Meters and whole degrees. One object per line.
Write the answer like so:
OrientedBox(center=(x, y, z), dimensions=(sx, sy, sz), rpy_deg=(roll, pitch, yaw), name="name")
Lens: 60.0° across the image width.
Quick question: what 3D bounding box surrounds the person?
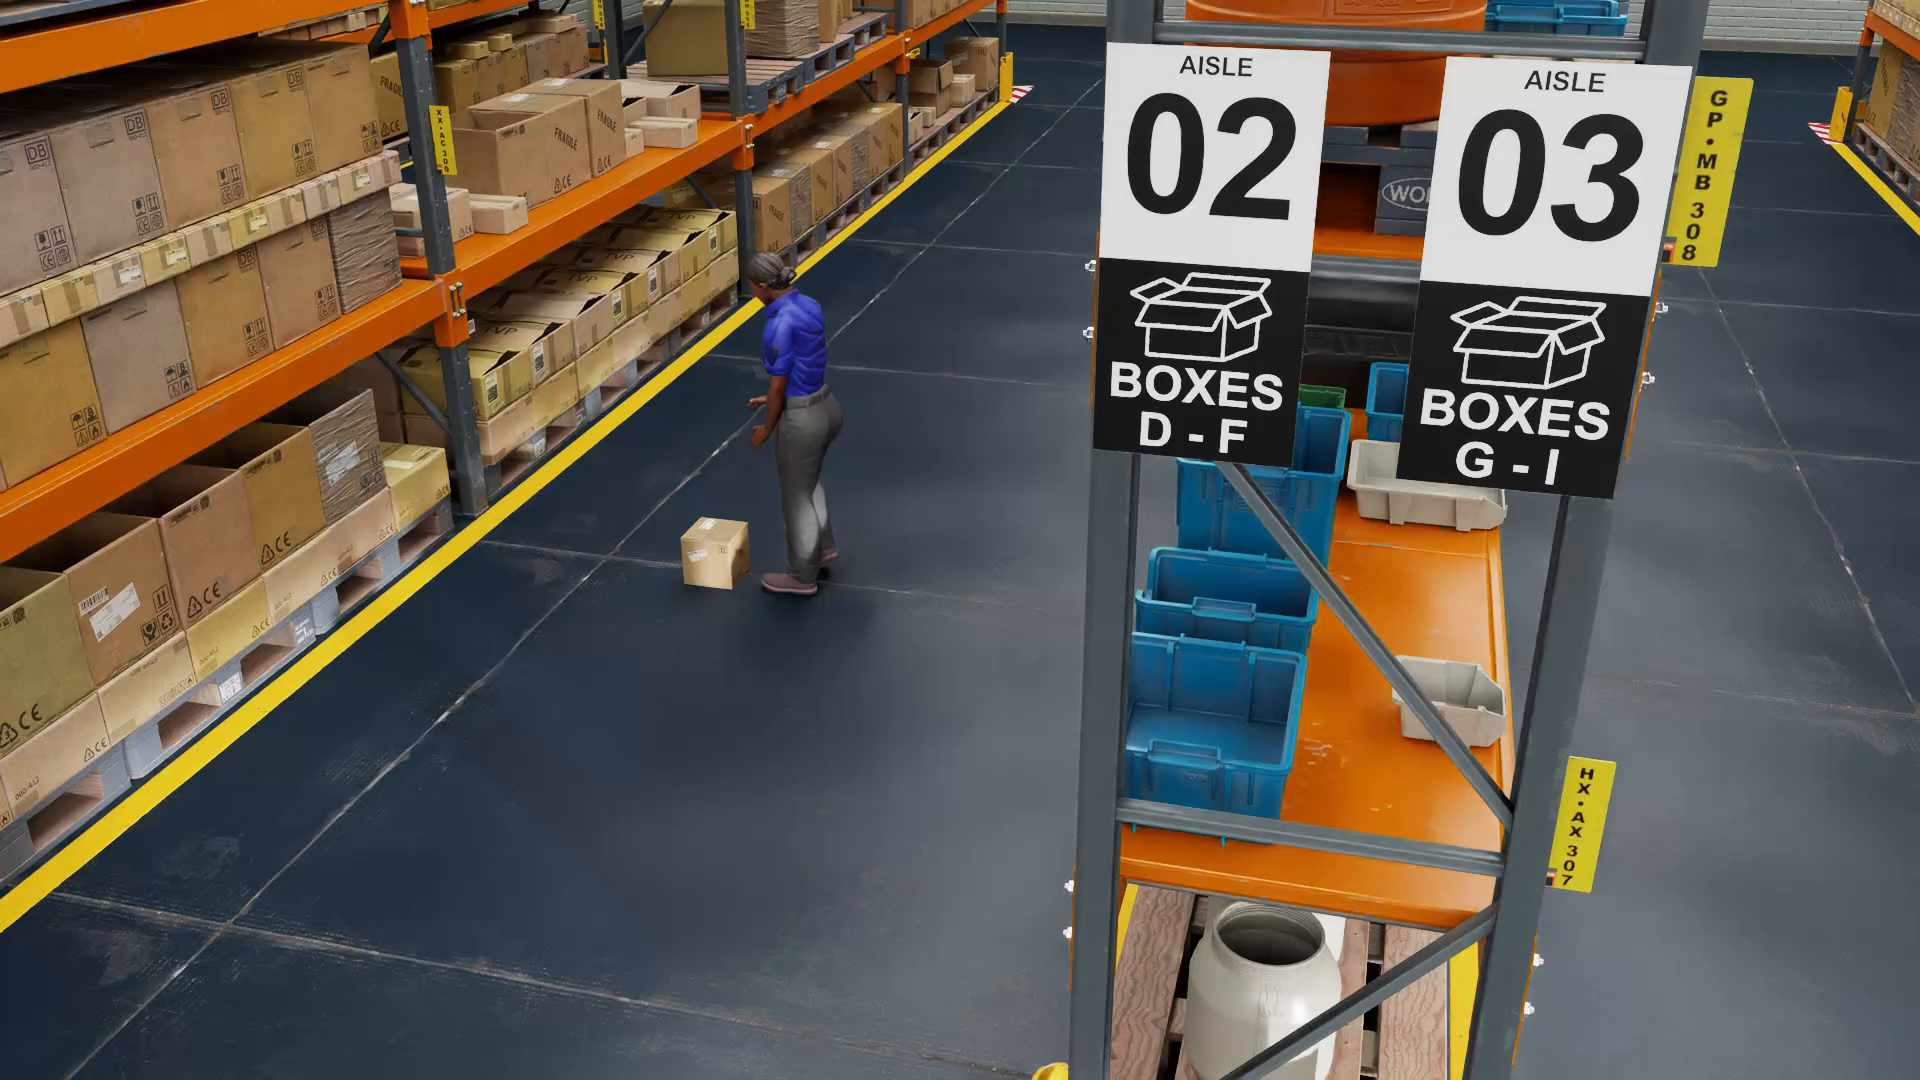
OrientedBox(center=(-0.809, -0.522, 7.755), dimensions=(0.530, 1.680, 0.472), rpy_deg=(9, 27, 19), name="person")
